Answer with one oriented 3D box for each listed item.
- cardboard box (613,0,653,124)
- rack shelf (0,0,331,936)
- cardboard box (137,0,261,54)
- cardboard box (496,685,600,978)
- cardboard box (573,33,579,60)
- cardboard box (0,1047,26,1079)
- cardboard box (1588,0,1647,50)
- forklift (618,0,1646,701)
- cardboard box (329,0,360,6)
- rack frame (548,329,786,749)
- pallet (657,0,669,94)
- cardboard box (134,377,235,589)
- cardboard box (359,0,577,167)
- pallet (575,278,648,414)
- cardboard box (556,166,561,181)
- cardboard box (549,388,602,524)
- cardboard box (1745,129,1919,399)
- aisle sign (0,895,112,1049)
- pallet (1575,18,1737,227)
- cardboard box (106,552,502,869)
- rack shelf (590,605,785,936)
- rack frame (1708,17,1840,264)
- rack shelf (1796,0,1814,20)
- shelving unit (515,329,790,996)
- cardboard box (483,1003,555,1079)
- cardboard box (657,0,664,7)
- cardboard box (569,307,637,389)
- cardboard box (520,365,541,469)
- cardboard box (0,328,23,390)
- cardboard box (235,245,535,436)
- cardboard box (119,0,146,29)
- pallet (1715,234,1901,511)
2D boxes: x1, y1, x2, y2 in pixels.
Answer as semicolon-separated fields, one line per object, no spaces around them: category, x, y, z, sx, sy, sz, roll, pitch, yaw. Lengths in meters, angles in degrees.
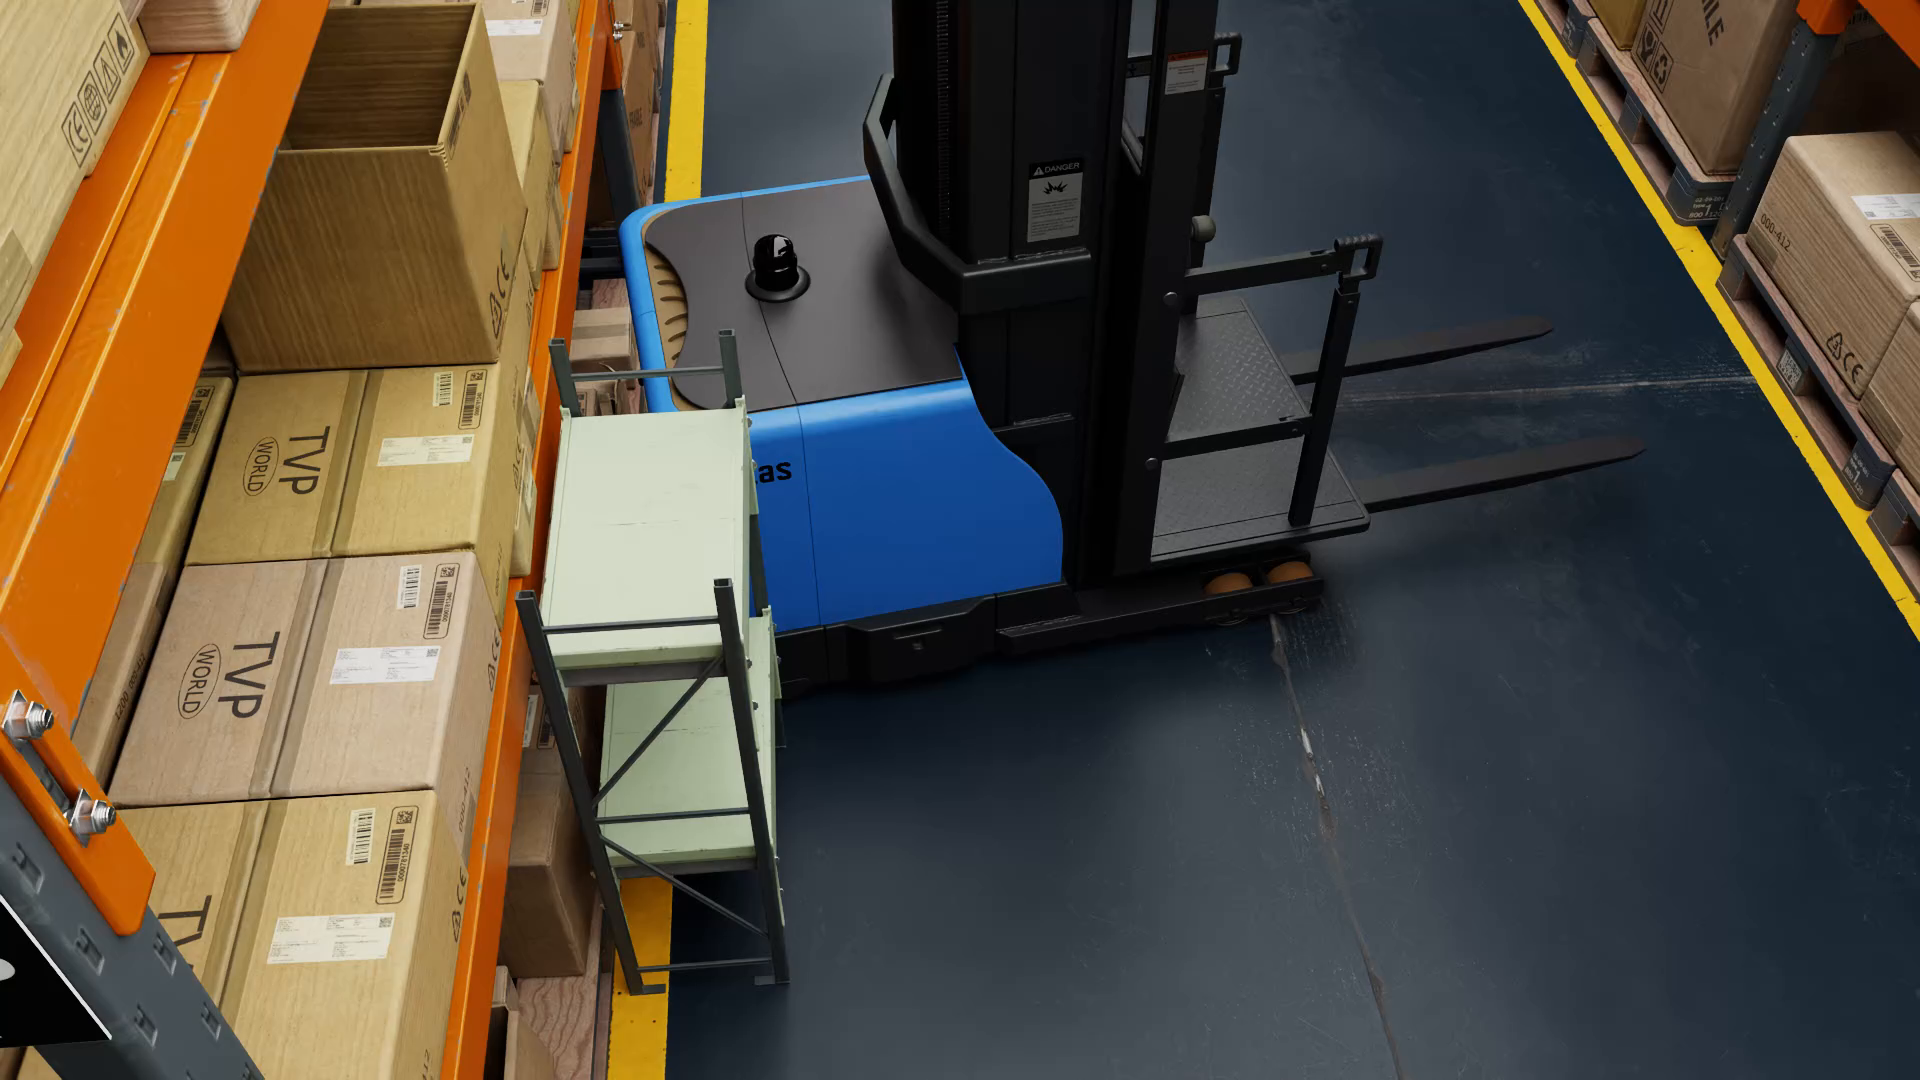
cardboard box;-1.470;-1.872;6.389;0.500;0.500;0.500;-4;47;-4
rack shelf;-1.432;-1.176;2.727;1.077;0.370;4.000;-3;47;-3
cardboard box;-1.030;-0.696;1.950;0.380;0.149;0.250;-3;47;-2
cardboard box;-1.254;0.701;3.952;0.700;0.500;0.500;-2;47;-2
cardboard box;-1.277;-1.350;4.635;0.380;0.149;0.250;-2;47;-2
cardboard box;-1.567;0.688;2.431;0.500;0.250;0.500;-2;47;-2
cardboard box;3.132;-2.654;6.871;0.875;0.875;0.875;-2;47;-2
forklift;0.605;-1.115;4.287;3.031;2.935;1.130;-10;47;-9
cardboard box;-1.778;-1.152;4.174;0.500;0.250;0.500;-4;47;-4
rack frame;-0.690;0.077;4.144;0.400;1.500;0.023;-4;47;-3
pallet;-1.810;-2.351;7.331;1.003;0.211;1.213;-3;47;-3
cardboard box;-1.646;-0.044;3.124;0.500;0.250;0.500;-2;47;-2
cardboard box;-1.257;-1.174;4.194;0.500;0.250;0.500;-3;47;-3
pallet;-1.543;-0.383;5.467;1.003;0.211;1.213;-3;47;-3
cardboard box;-1.237;-0.972;4.277;0.380;0.149;0.250;-2;47;-2
cardboard box;-1.341;-0.050;4.663;0.700;0.500;0.500;-5;47;-5
cardboard box;3.292;-0.946;5.555;0.875;0.438;0.875;-4;47;-4
aisle sign;-0.966;0.193;1.211;0.394;0.787;0.004;-3;47;-3
pallet;3.207;-1.738;6.750;1.003;0.211;1.213;-3;47;-3
cardboard box;-1.076;0.295;2.803;0.500;0.250;0.500;-3;47;-3
rack shelf;-0.659;0.566;4.130;0.431;0.370;0.720;-4;47;-3
rack frame;3.347;-2.143;5.214;1.000;3.000;0.127;-3;47;-3
rack shelf;3.179;-3.343;6.845;1.077;0.370;4.000;-3;47;-3
shelving unit;-0.659;0.342;3.893;0.431;1.500;0.755;-4;47;-3
cardboard box;-1.221;1.321;3.363;0.797;0.503;0.637;-5;47;-5
cardboard box;-1.544;-2.609;7.087;0.500;0.500;0.500;-5;47;-5
cardboard box;-1.260;-0.617;5.443;0.380;0.149;0.250;-5;47;-4
cardboard box;-1.119;-0.237;3.582;0.380;0.149;0.250;-3;47;-2
cardboard box;-1.059;-0.134;1.418;0.380;0.149;0.250;-3;47;-2
cardboard box;-1.186;-0.440;3.499;0.500;0.250;0.500;-5;47;-4
cardboard box;-1.092;-0.731;1.709;0.500;0.250;0.500;-3;47;-3
pallet;3.332;-0.629;5.701;1.003;0.211;1.213;-3;47;-3
